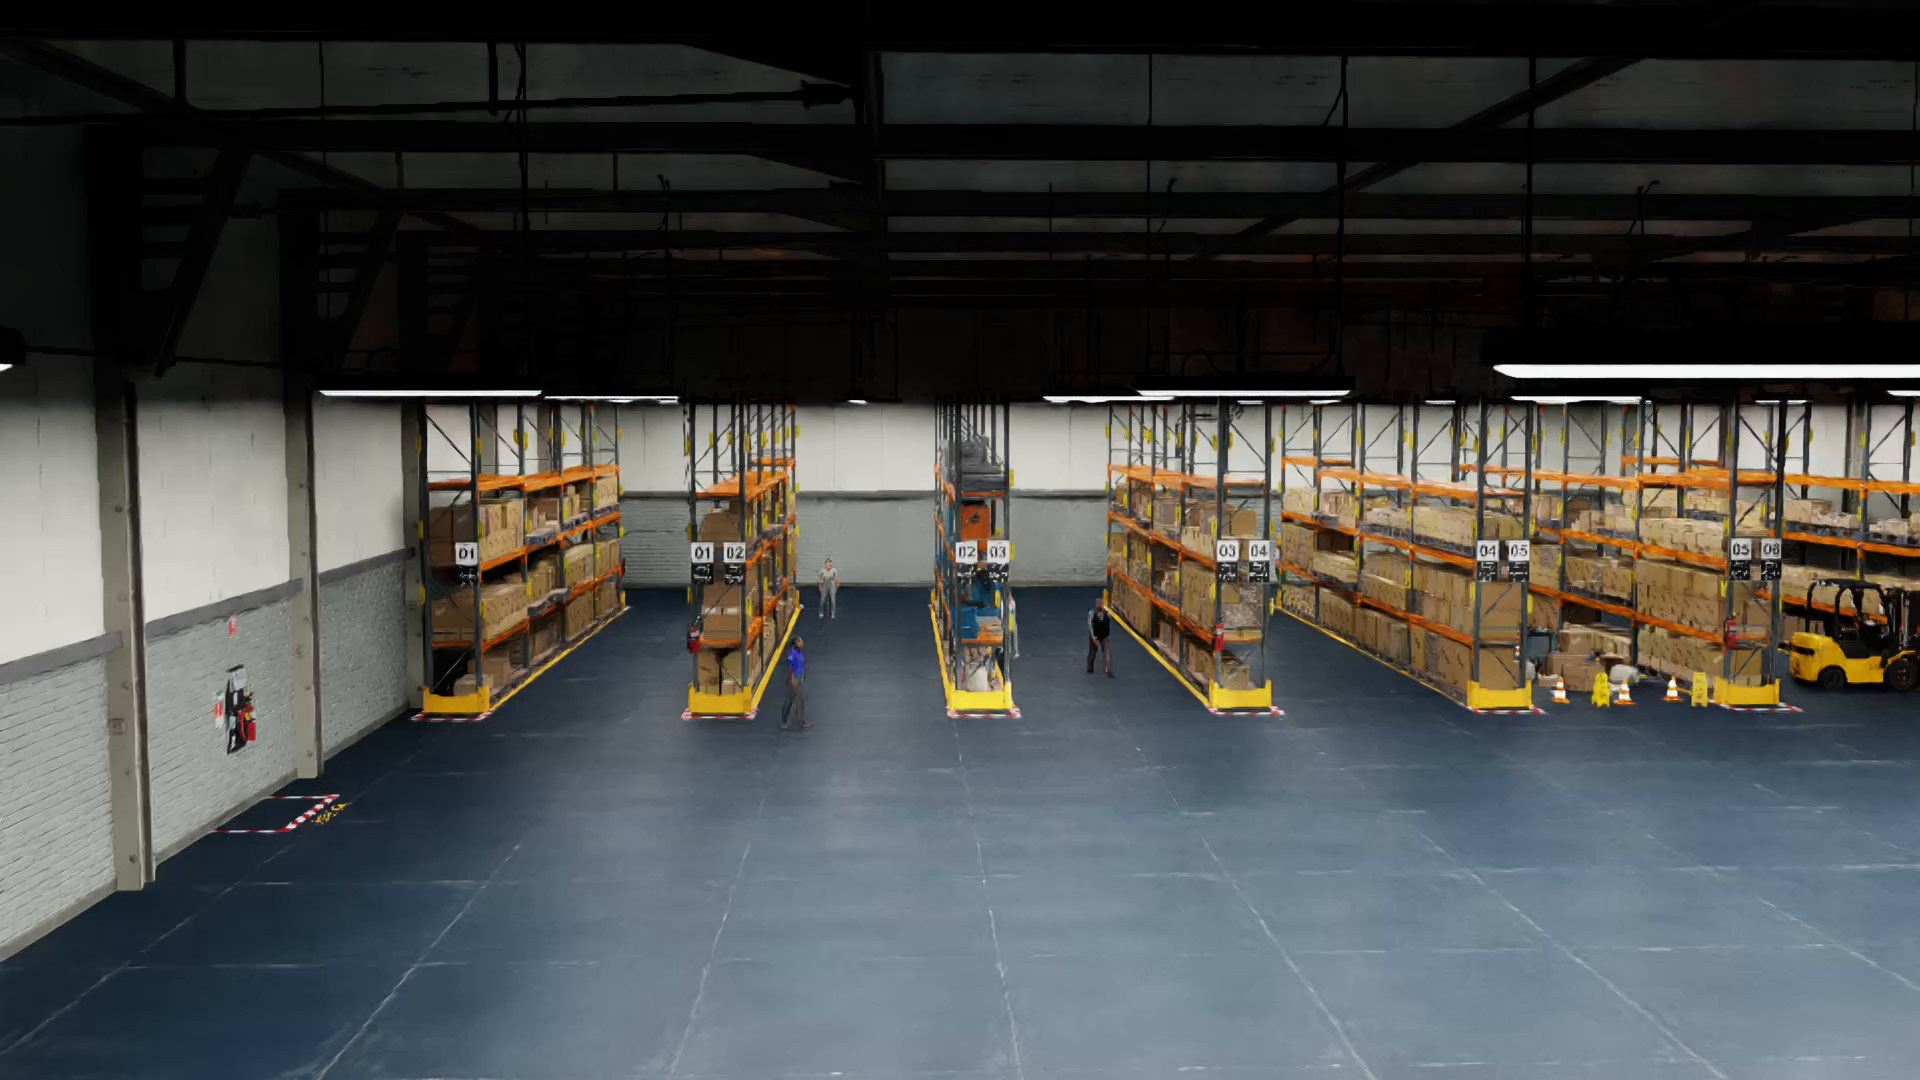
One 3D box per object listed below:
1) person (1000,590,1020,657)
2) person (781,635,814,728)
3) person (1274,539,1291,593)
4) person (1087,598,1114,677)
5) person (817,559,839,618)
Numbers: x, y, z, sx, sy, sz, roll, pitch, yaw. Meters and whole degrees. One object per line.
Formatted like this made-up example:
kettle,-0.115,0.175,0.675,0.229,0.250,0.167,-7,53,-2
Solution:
person,1.108,1.896,38.108,0.411,1.525,0.957,-1,5,-11
person,-2.948,2.521,29.663,0.481,1.660,0.586,2,5,24
person,9.819,0.783,50.453,0.461,1.780,0.691,-3,6,-34
person,2.950,2.054,35.328,0.538,1.664,1.026,-1,5,-10
person,-3.578,1.309,45.120,0.580,1.618,0.506,0,5,-4
